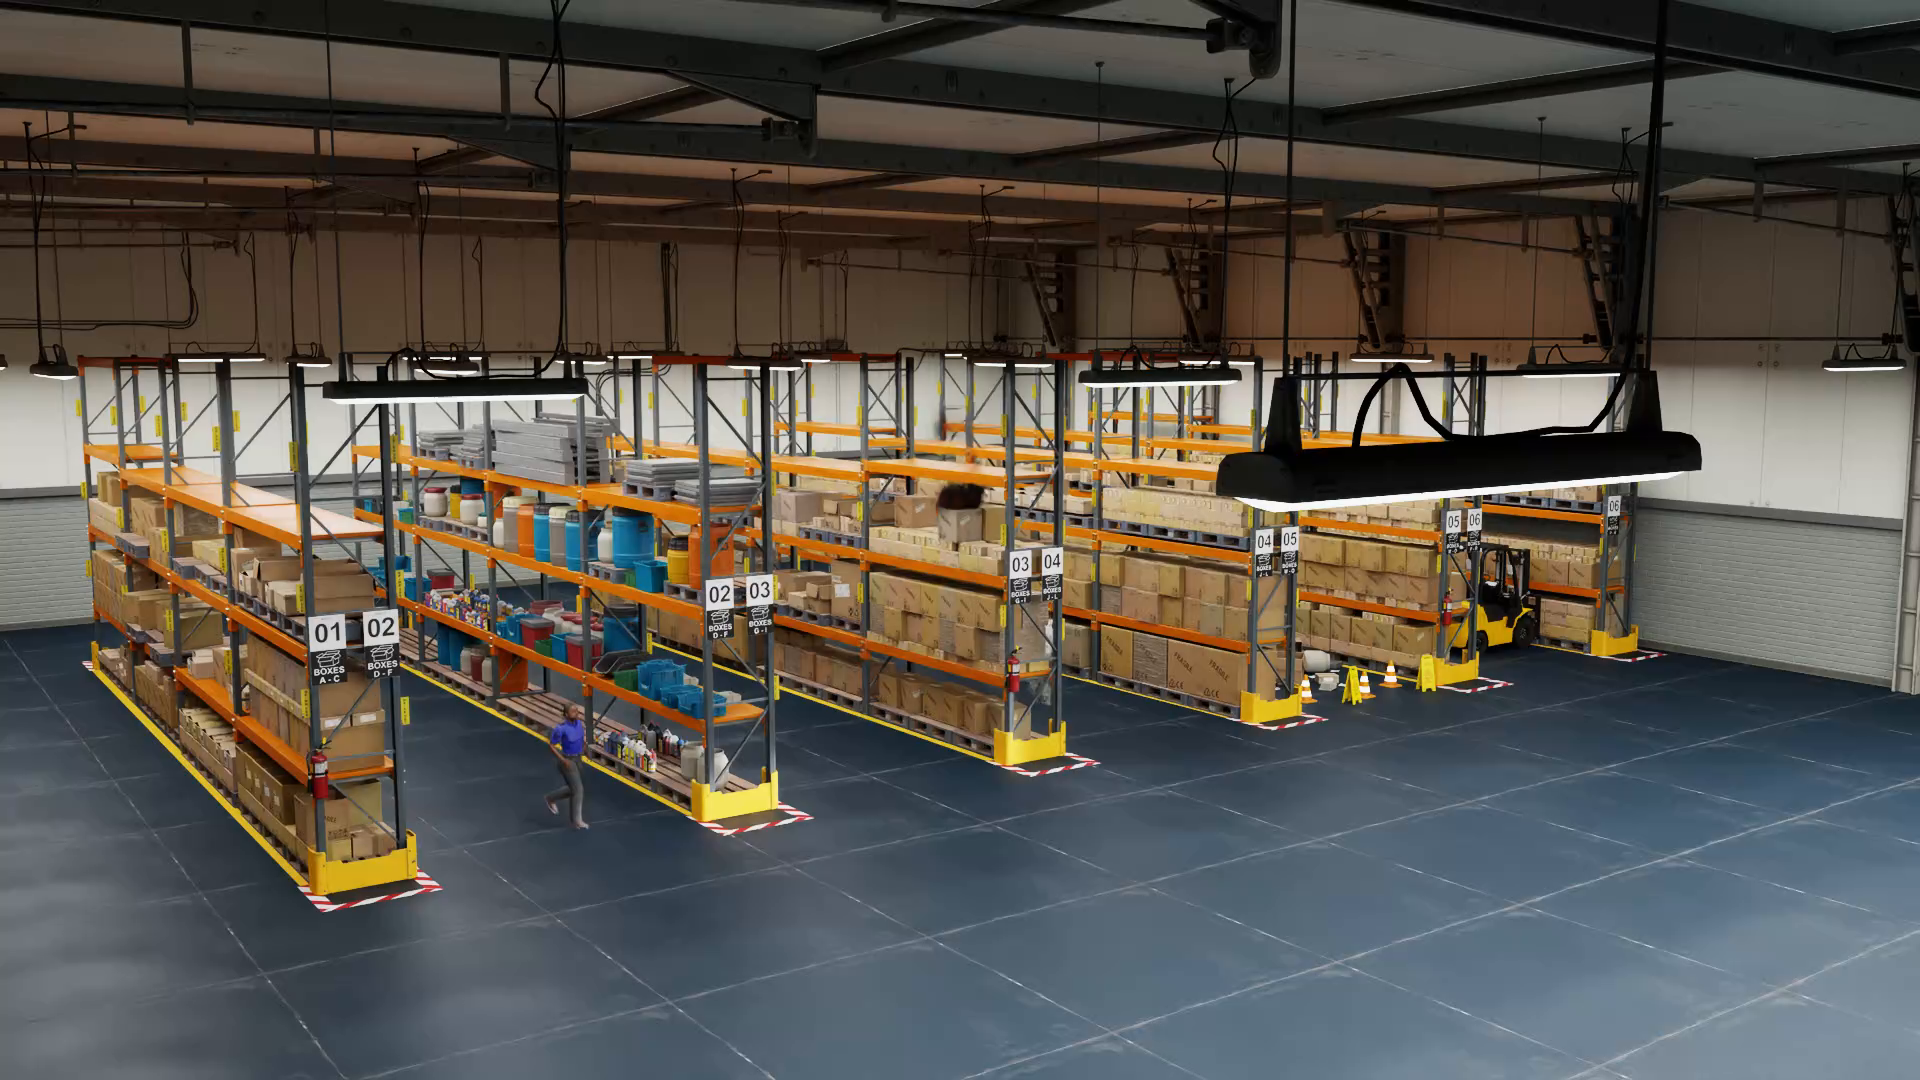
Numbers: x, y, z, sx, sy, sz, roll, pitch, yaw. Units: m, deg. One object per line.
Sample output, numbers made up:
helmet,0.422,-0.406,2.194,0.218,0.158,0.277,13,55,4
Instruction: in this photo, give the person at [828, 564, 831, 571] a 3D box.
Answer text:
person,-3.160,0.272,43.140,0.577,1.738,0.724,5,9,37

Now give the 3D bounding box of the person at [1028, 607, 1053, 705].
person,1.466,1.998,29.094,0.578,1.729,0.784,-6,9,-39

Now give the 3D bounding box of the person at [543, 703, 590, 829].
person,-5.147,2.917,21.644,0.730,1.666,0.576,3,8,25
